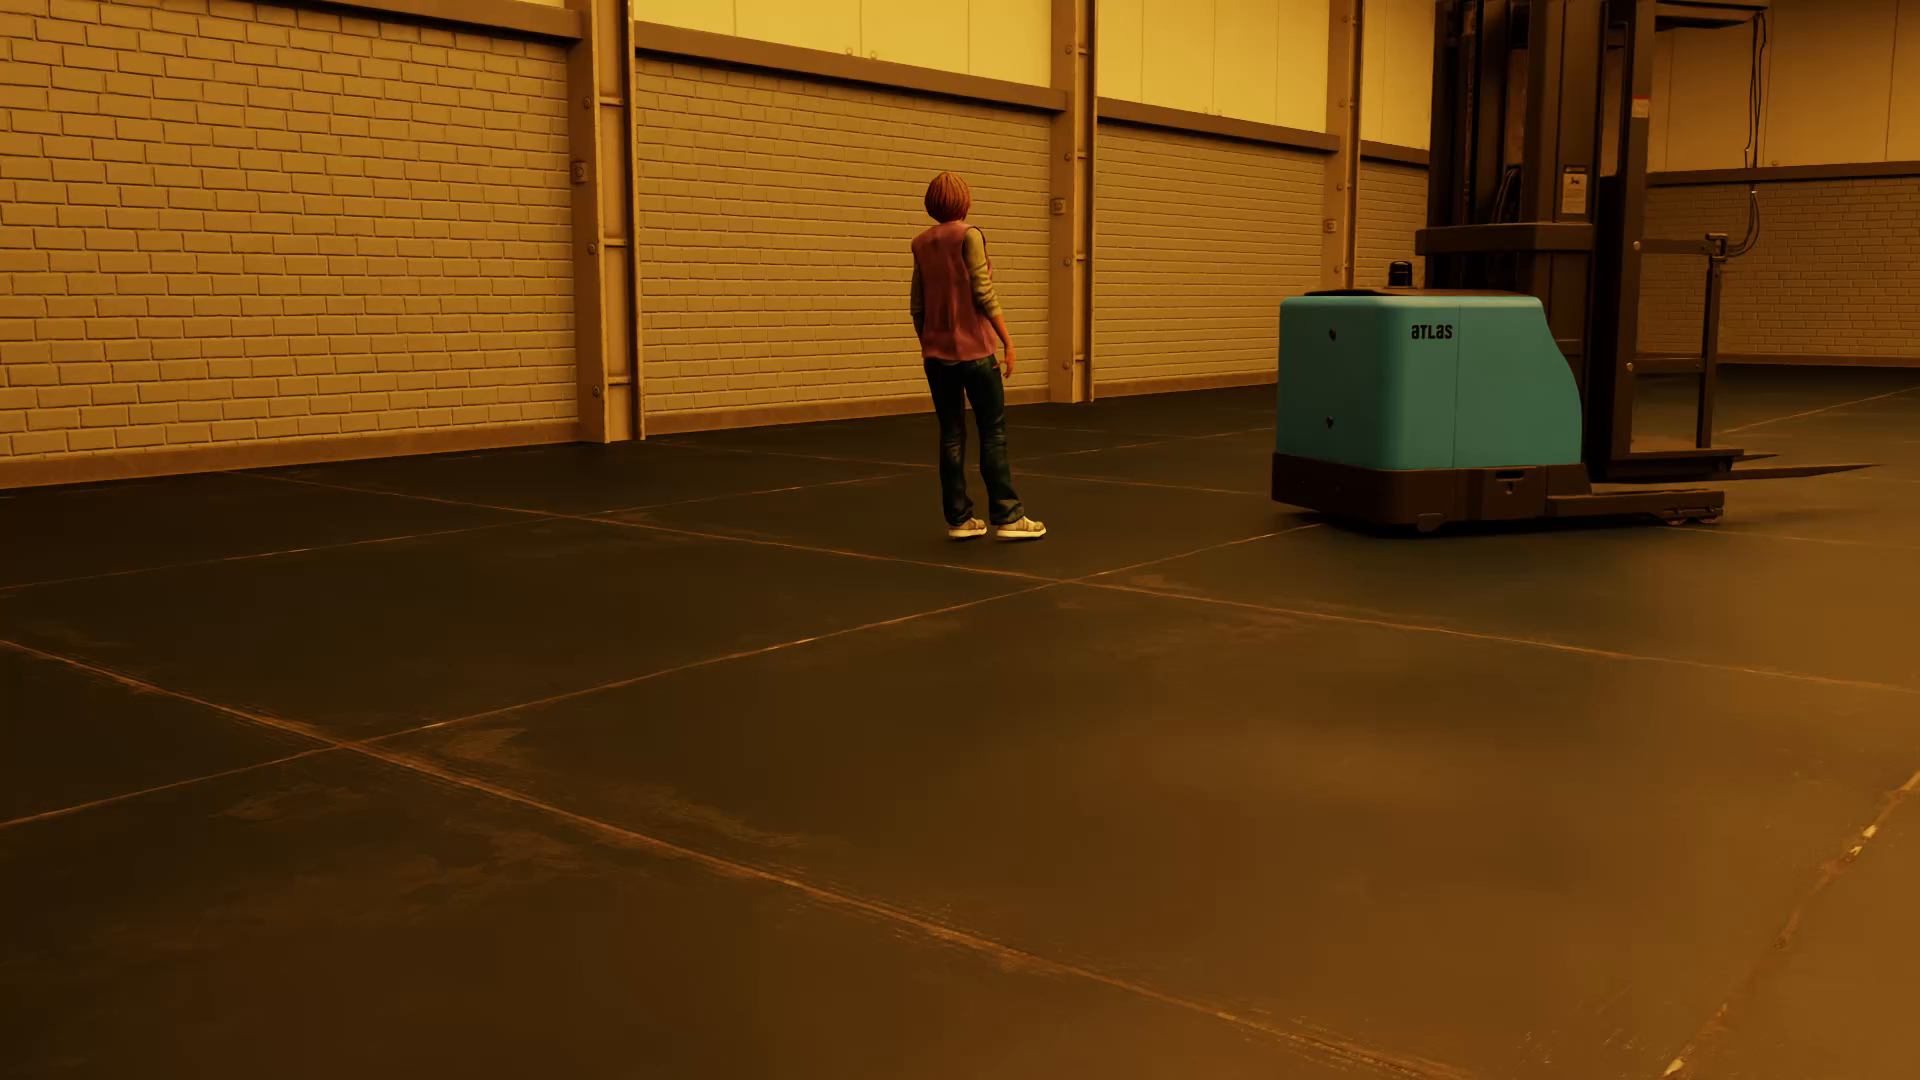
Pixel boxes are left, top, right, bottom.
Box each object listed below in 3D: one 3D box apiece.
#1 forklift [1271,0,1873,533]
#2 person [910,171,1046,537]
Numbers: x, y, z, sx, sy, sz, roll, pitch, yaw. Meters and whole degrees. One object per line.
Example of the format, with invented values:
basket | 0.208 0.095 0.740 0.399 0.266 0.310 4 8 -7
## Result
forklift | 3.124 -1.587 8.126 3.031 2.935 1.130 -3 9 -19
person | 0.058 -0.805 7.337 0.520 1.599 0.473 7 11 38
